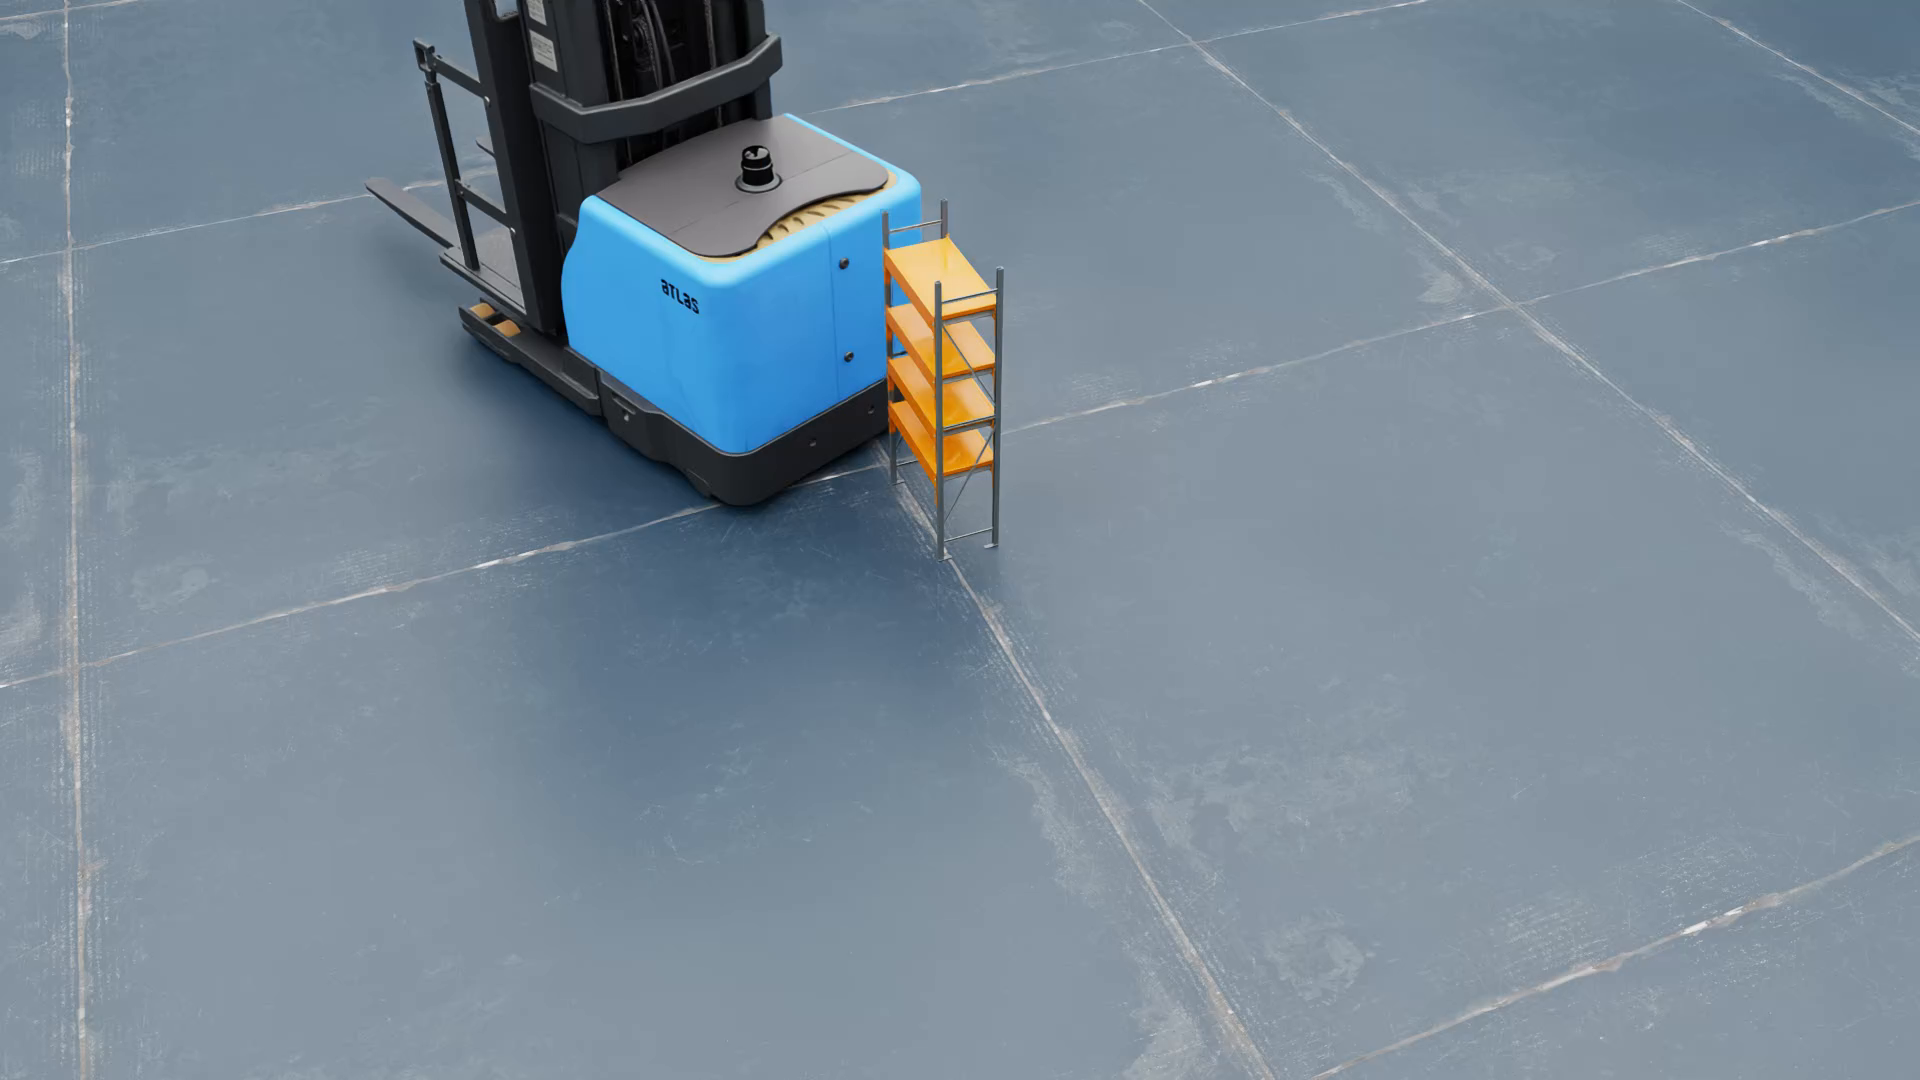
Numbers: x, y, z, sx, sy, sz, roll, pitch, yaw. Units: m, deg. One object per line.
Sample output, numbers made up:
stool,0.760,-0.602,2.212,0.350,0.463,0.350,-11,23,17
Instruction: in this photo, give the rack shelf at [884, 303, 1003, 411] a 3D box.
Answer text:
rack shelf,-0.063,-0.673,5.873,0.258,0.148,0.480,-15,43,-17

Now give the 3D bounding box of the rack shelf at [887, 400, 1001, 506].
rack shelf,-0.063,-0.353,6.148,0.258,0.148,0.480,-15,43,-17

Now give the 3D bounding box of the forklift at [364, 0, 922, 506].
forklift,-1.524,-2.098,6.441,1.130,2.935,3.031,-33,50,-32

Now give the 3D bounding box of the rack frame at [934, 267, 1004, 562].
rack frame,0.030,-0.408,5.804,0.240,1.200,0.015,-15,43,-17

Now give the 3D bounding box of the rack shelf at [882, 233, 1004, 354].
rack shelf,-0.063,-0.853,5.719,0.258,0.148,0.480,-15,43,-17

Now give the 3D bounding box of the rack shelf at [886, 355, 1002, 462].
rack shelf,-0.063,-0.504,6.019,0.258,0.148,0.480,-15,43,-17

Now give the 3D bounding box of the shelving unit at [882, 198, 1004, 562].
shelving unit,-0.063,-0.555,5.975,0.258,1.200,0.503,-15,43,-17

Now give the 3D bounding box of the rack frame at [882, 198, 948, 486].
rack frame,-0.157,-0.702,6.146,0.240,1.200,0.015,-15,43,-17
